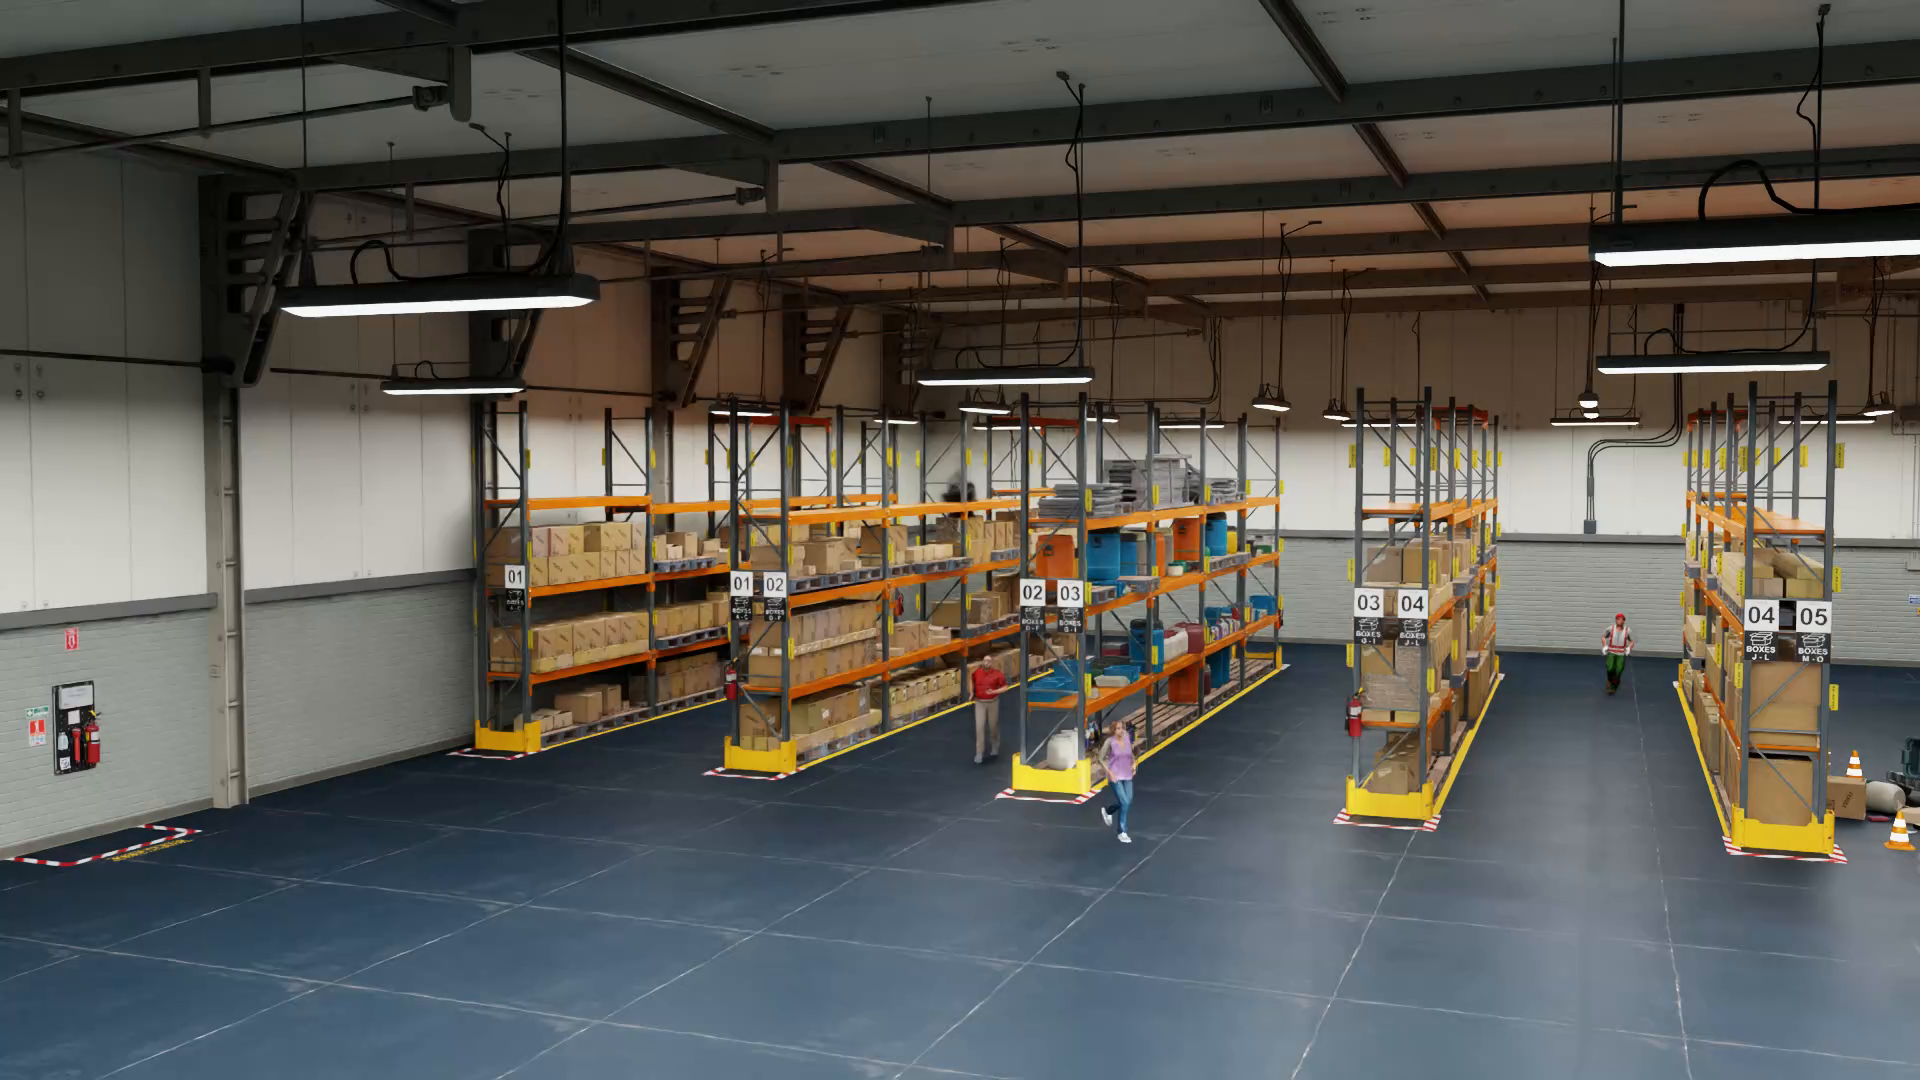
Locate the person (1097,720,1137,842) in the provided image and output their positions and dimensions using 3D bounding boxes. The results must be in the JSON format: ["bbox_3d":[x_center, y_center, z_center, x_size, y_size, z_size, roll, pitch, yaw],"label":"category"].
[{"bbox_3d":[2.074,3.158,21.963,0.535,1.582,0.616,-2,3,-29],"label":"person"}]

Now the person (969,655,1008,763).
[{"bbox_3d":[0.463,2.775,27.666,0.665,1.746,0.866,0,3,10],"label":"person"}]

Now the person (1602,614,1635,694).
[{"bbox_3d":[14.004,2.427,35.385,0.649,1.729,0.554,1,3,22],"label":"person"}]
